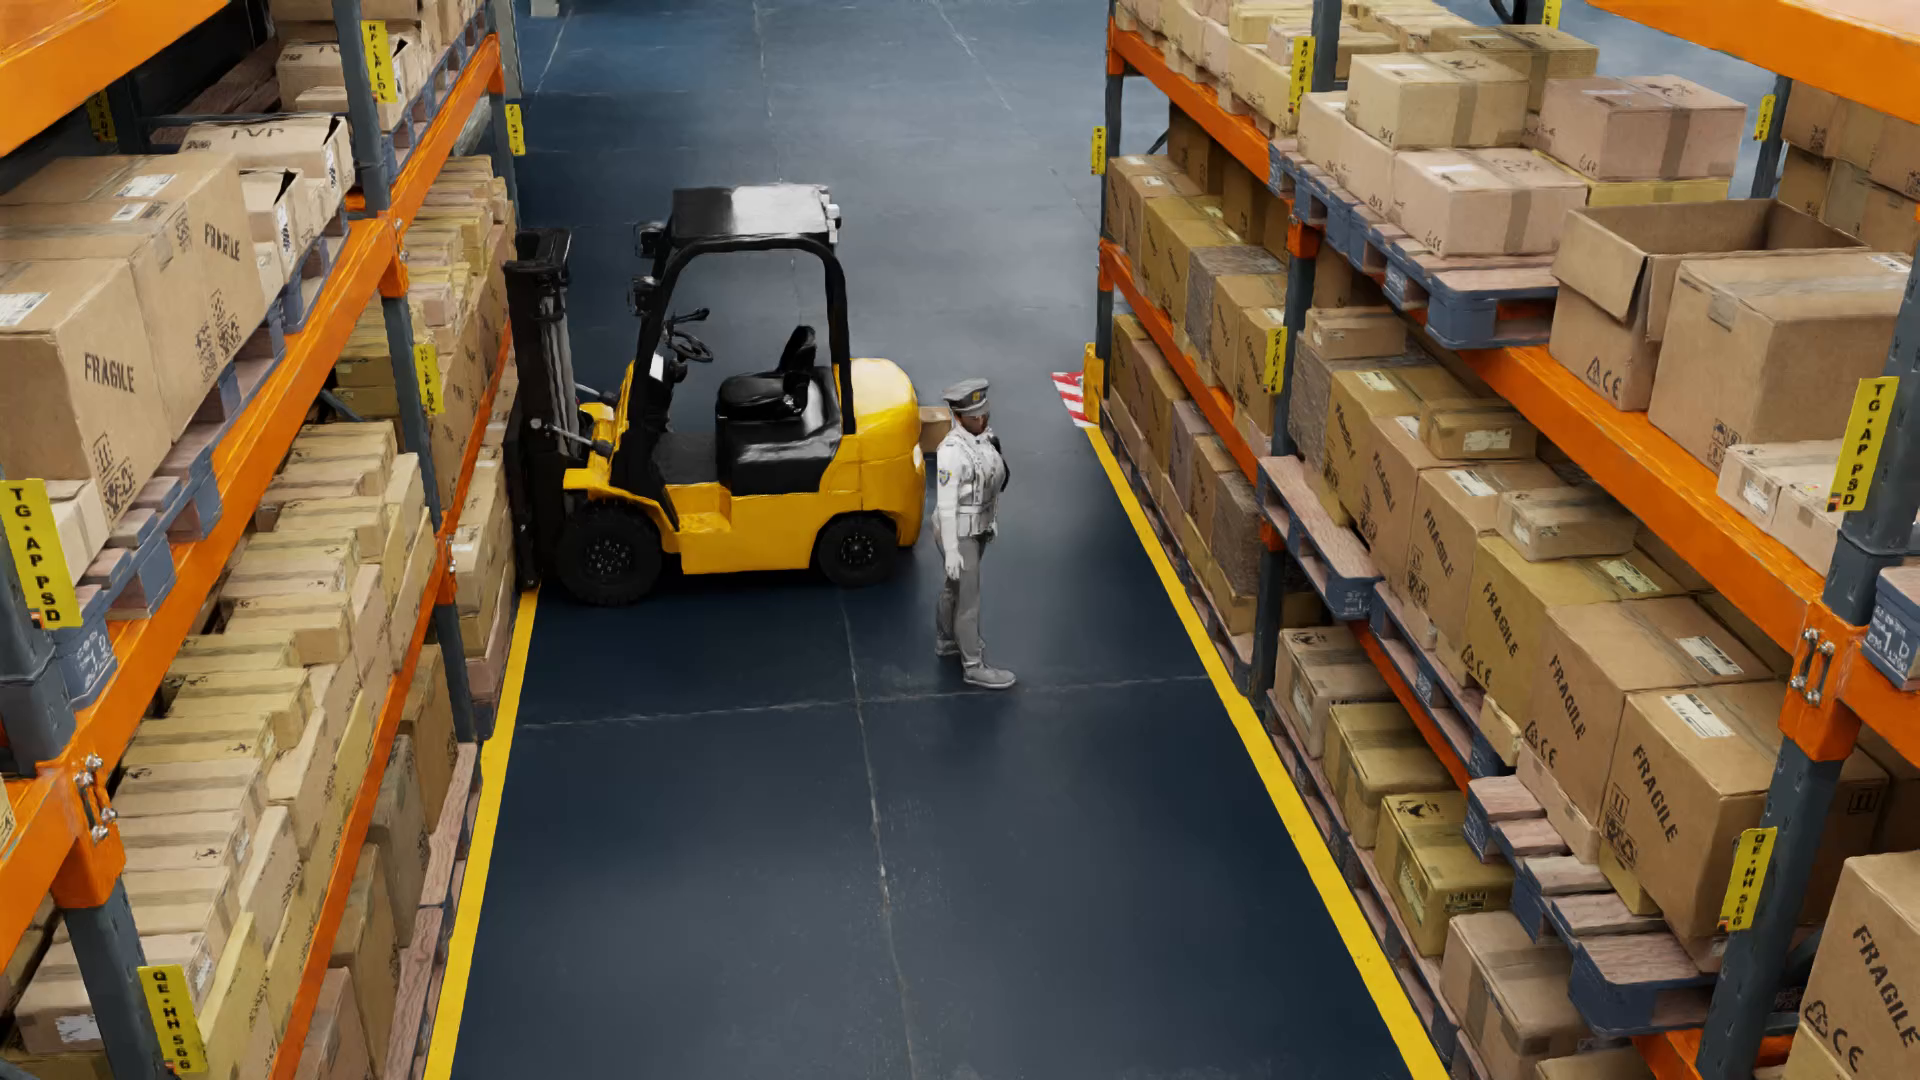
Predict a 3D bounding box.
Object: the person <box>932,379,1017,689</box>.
[{"bbox_3d":[0.076,-0.035,8.621,0.532,1.673,0.569,10,29,18],"label":"person"}]
